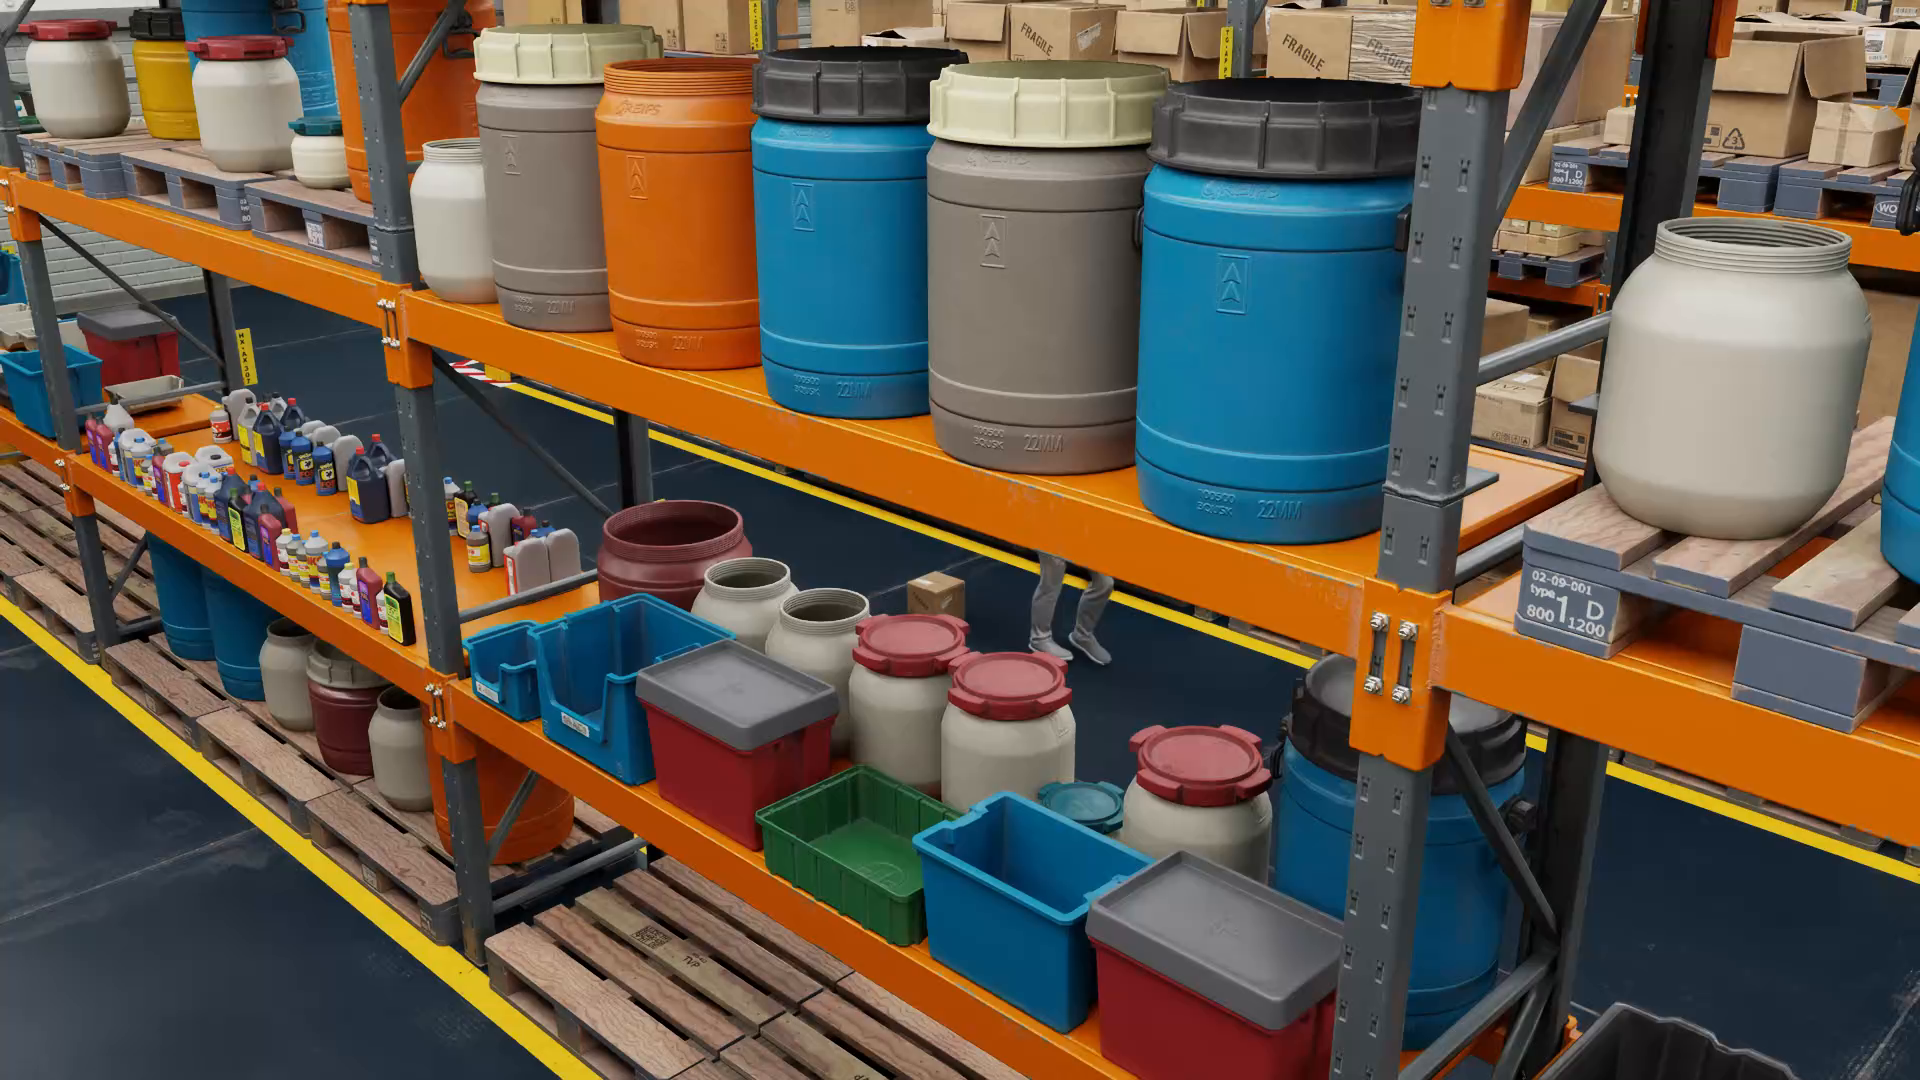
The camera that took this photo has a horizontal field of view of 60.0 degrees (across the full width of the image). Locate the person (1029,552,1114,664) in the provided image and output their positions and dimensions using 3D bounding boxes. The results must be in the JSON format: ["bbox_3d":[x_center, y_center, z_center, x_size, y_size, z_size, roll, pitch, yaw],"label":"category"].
[{"bbox_3d":[0.592,-0.068,9.230,0.529,1.716,0.475,-17,27,-38],"label":"person"}]
